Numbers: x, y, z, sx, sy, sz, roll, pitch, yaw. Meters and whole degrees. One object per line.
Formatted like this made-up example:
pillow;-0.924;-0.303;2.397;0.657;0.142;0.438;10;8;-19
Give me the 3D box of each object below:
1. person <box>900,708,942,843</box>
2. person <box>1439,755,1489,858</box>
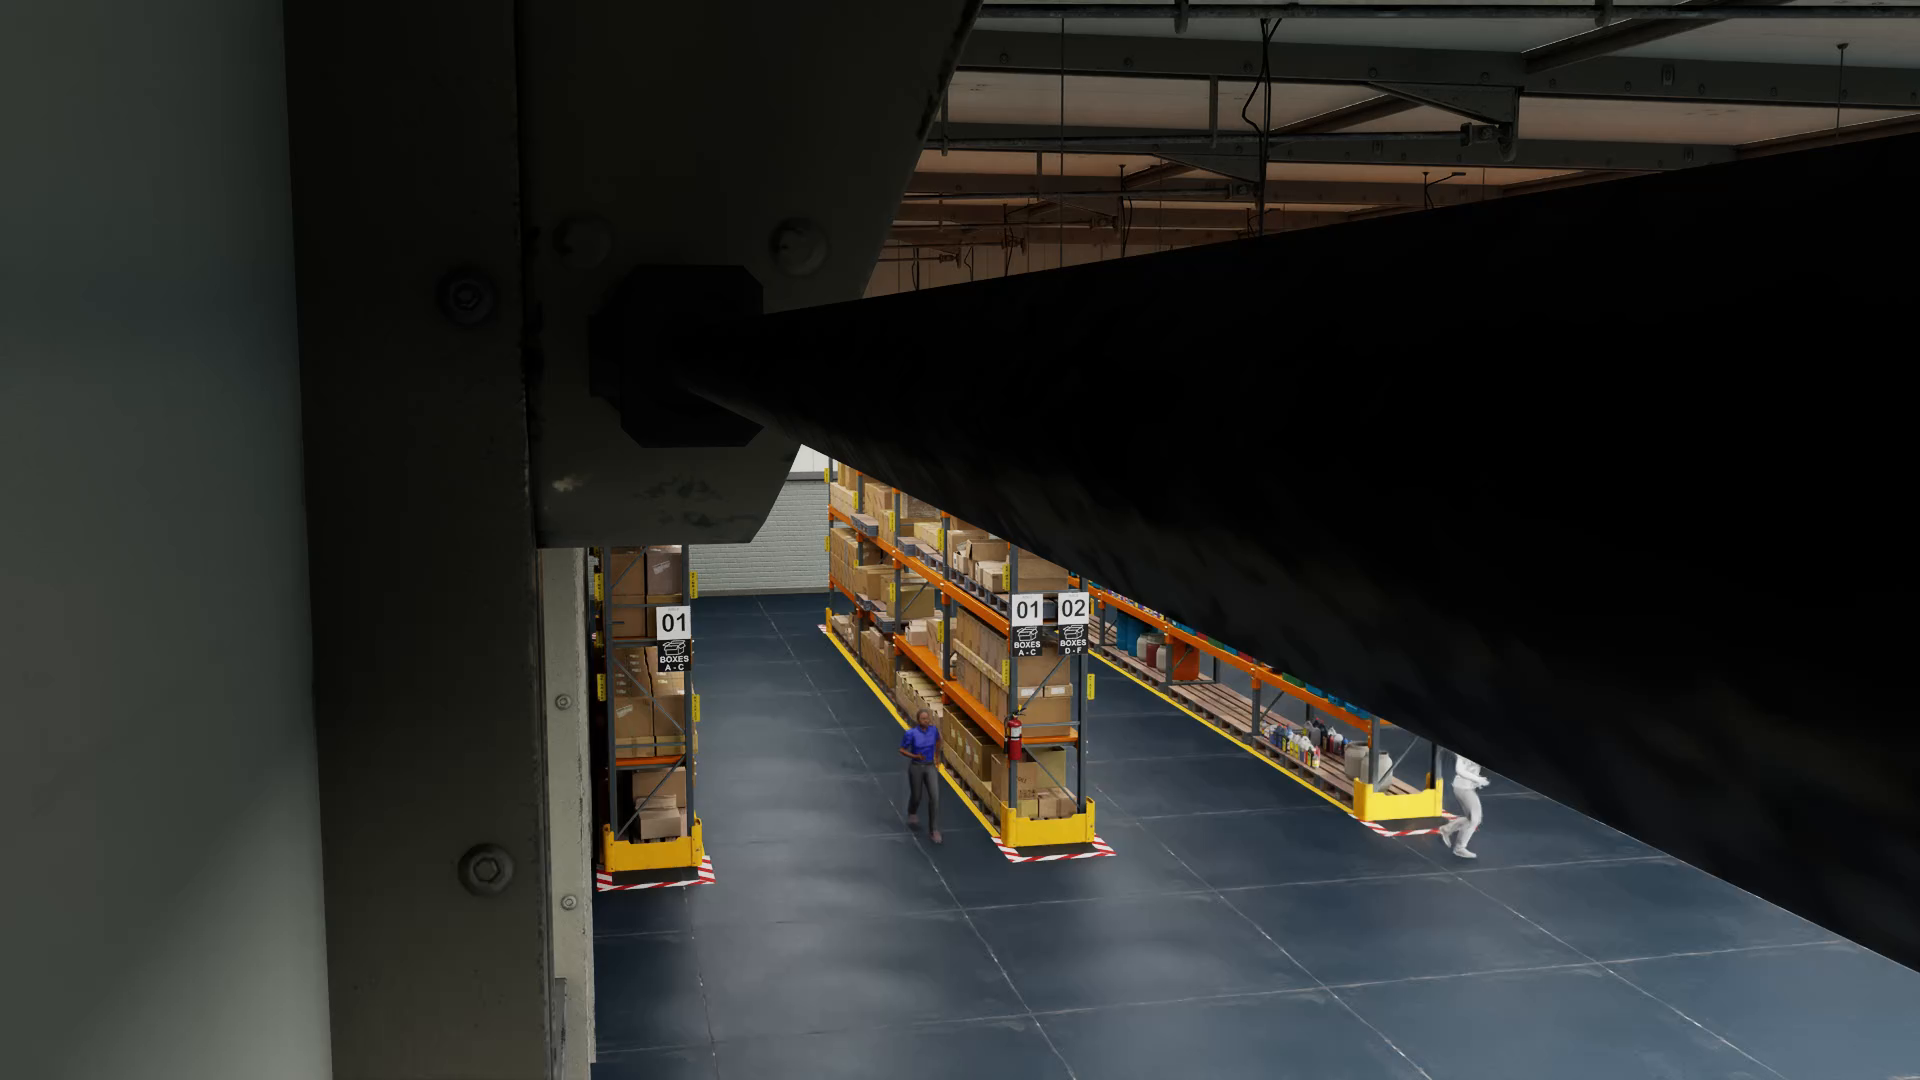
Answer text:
person;-0.493;2.982;21.416;0.610;1.676;0.901;-2;7;-18
person;6.270;3.086;20.637;0.598;1.649;0.643;3;7;24
